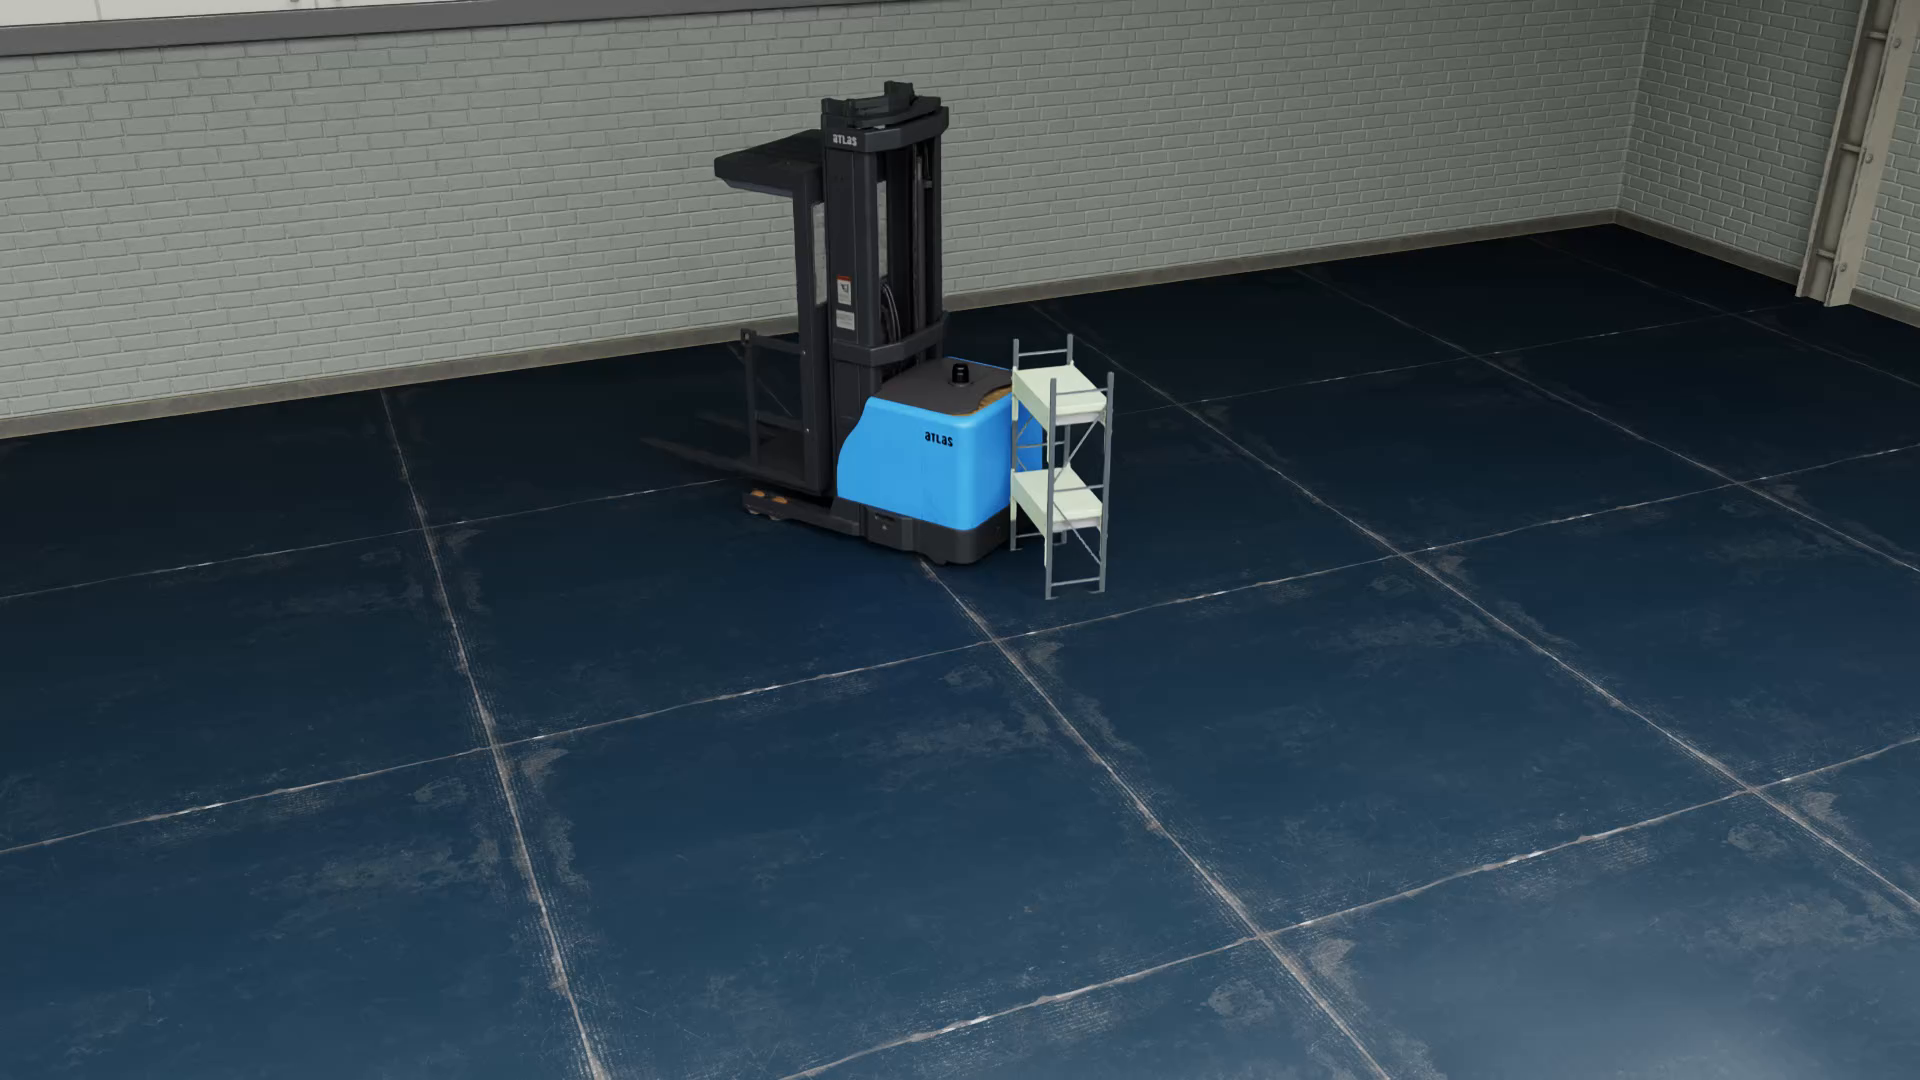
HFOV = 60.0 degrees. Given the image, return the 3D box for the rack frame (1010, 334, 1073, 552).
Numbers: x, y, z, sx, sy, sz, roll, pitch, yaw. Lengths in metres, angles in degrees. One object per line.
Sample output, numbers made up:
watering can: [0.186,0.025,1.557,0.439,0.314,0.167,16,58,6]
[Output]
rack frame: [0.532,-0.623,10.964,0.400,1.500,0.023,-7,27,-14]

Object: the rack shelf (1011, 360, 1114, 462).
rack shelf: [0.634,-0.820,10.476,0.431,0.370,0.720,-7,27,-14]

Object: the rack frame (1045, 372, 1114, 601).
rack frame: [0.736,-0.315,10.332,0.400,1.500,0.023,-7,27,-14]

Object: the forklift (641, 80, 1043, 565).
forklift: [-0.935,-1.629,11.392,3.031,2.935,1.130,16,30,29]

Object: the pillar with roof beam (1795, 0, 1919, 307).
pillar with roof beam: [4.443,-5.650,12.711,9.100,9.000,0.400,-11,28,-21]

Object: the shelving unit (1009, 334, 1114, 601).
shelving unit: [0.634,-0.469,10.648,0.431,1.500,0.755,-7,27,-14]

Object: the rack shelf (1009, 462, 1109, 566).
rack shelf: [0.634,-0.176,10.791,0.431,0.370,0.720,-7,27,-14]
